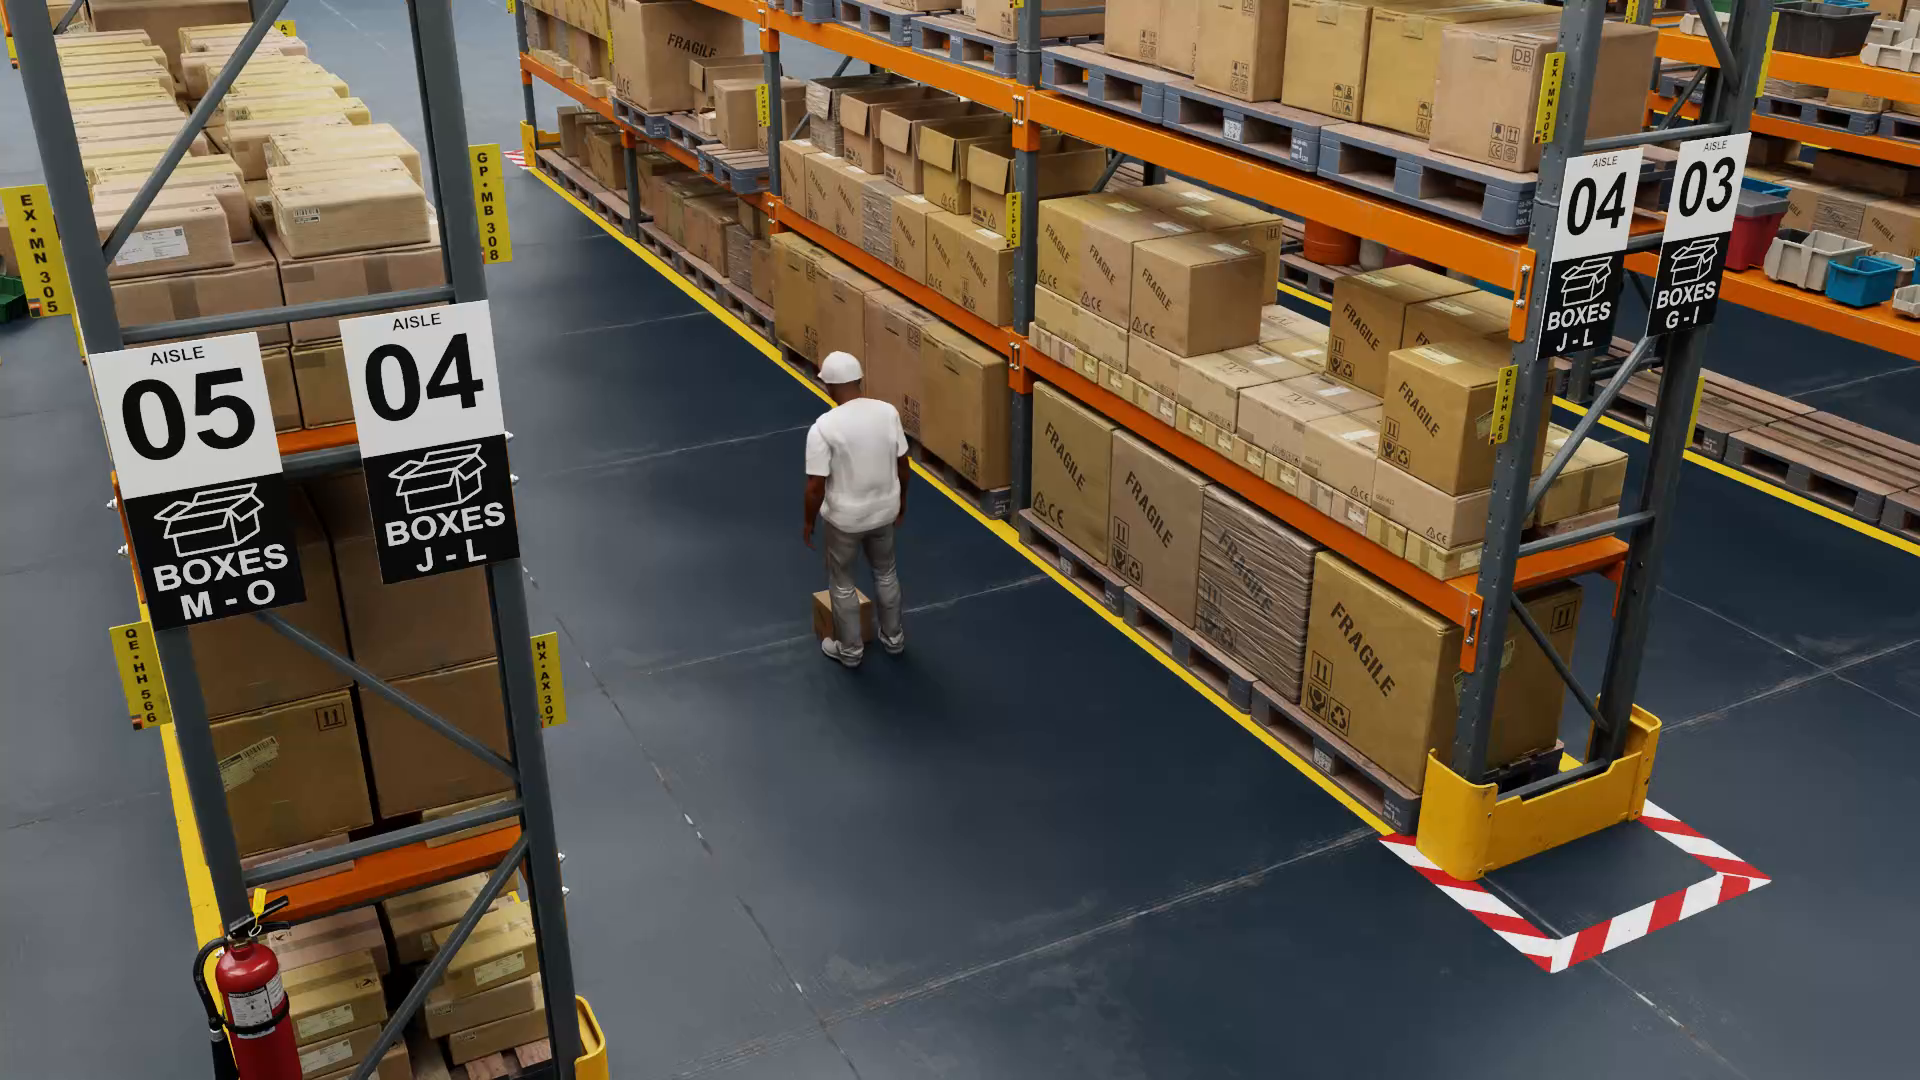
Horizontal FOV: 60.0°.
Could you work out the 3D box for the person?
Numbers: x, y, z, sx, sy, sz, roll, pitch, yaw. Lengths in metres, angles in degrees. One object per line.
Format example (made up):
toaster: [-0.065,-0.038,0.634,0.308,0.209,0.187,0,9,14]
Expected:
person: [-0.560,-0.158,8.927,0.634,1.755,0.461,-15,29,-28]
